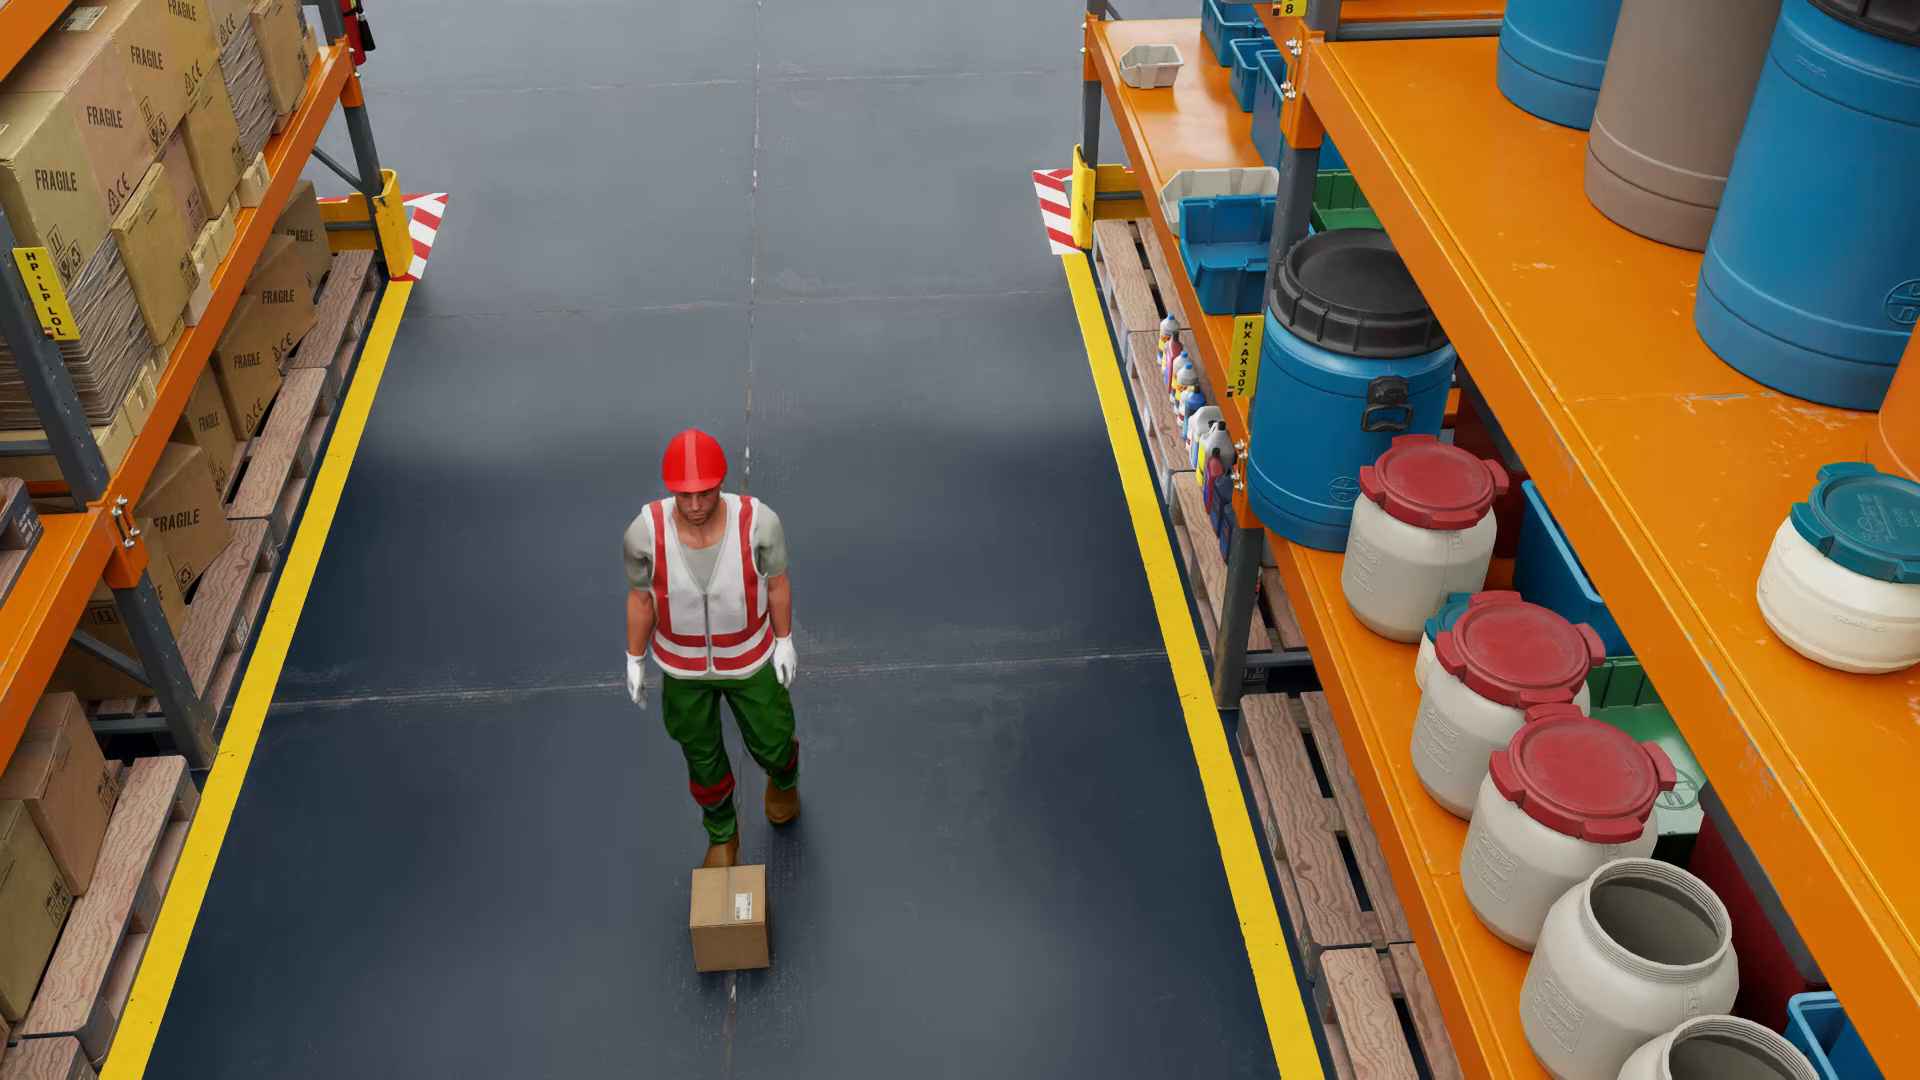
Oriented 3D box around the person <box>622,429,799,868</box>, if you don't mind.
[{"bbox_3d":[-0.843,0.406,5.629,0.577,1.805,0.563,-3,39,-4],"label":"person"}]
